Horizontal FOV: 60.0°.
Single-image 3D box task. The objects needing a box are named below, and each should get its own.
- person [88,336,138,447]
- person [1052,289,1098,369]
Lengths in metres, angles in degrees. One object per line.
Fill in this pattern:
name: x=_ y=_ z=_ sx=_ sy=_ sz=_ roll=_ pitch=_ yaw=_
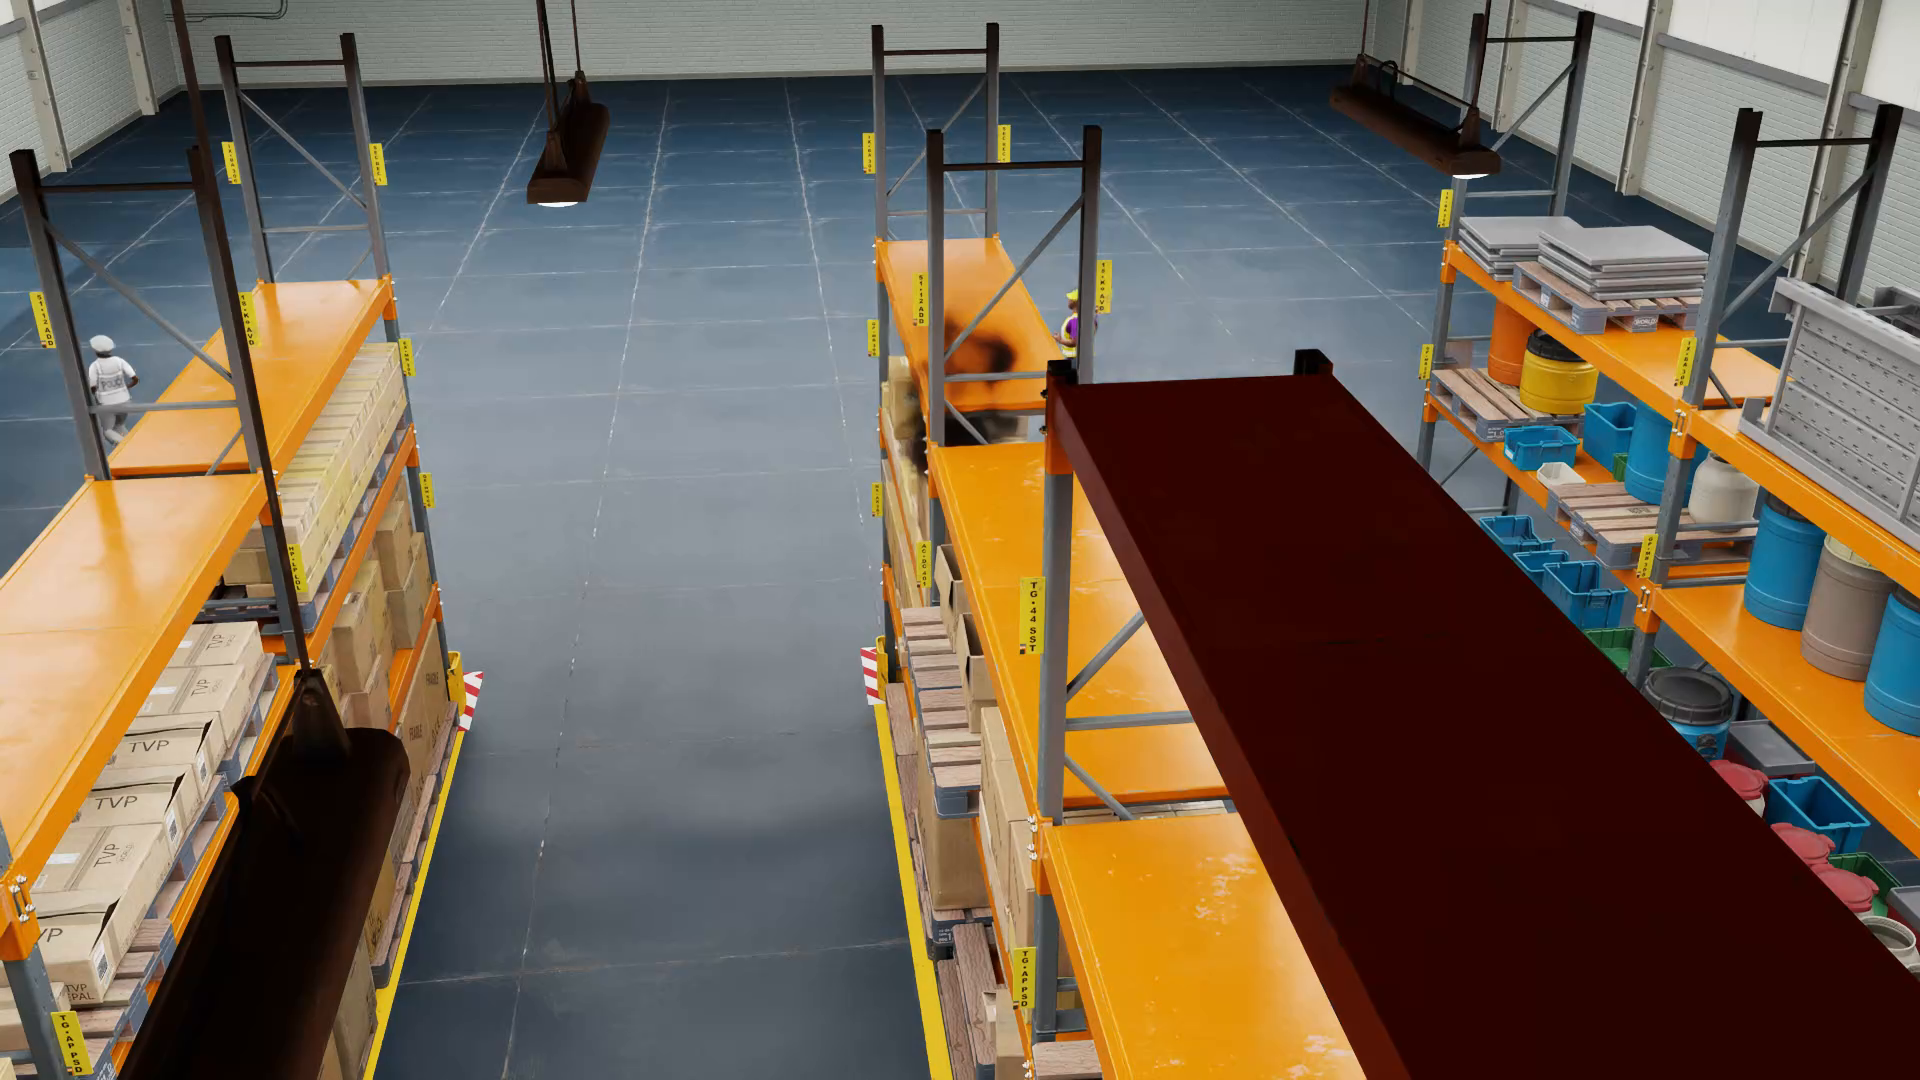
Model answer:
person: x=-10.200 y=-1.671 z=20.086 sx=0.678 sy=1.654 sz=0.579 roll=19 pitch=31 yaw=35
person: x=1.497 y=-2.399 z=21.508 sx=0.907 sy=1.745 sz=0.714 roll=6 pitch=26 yaw=12
